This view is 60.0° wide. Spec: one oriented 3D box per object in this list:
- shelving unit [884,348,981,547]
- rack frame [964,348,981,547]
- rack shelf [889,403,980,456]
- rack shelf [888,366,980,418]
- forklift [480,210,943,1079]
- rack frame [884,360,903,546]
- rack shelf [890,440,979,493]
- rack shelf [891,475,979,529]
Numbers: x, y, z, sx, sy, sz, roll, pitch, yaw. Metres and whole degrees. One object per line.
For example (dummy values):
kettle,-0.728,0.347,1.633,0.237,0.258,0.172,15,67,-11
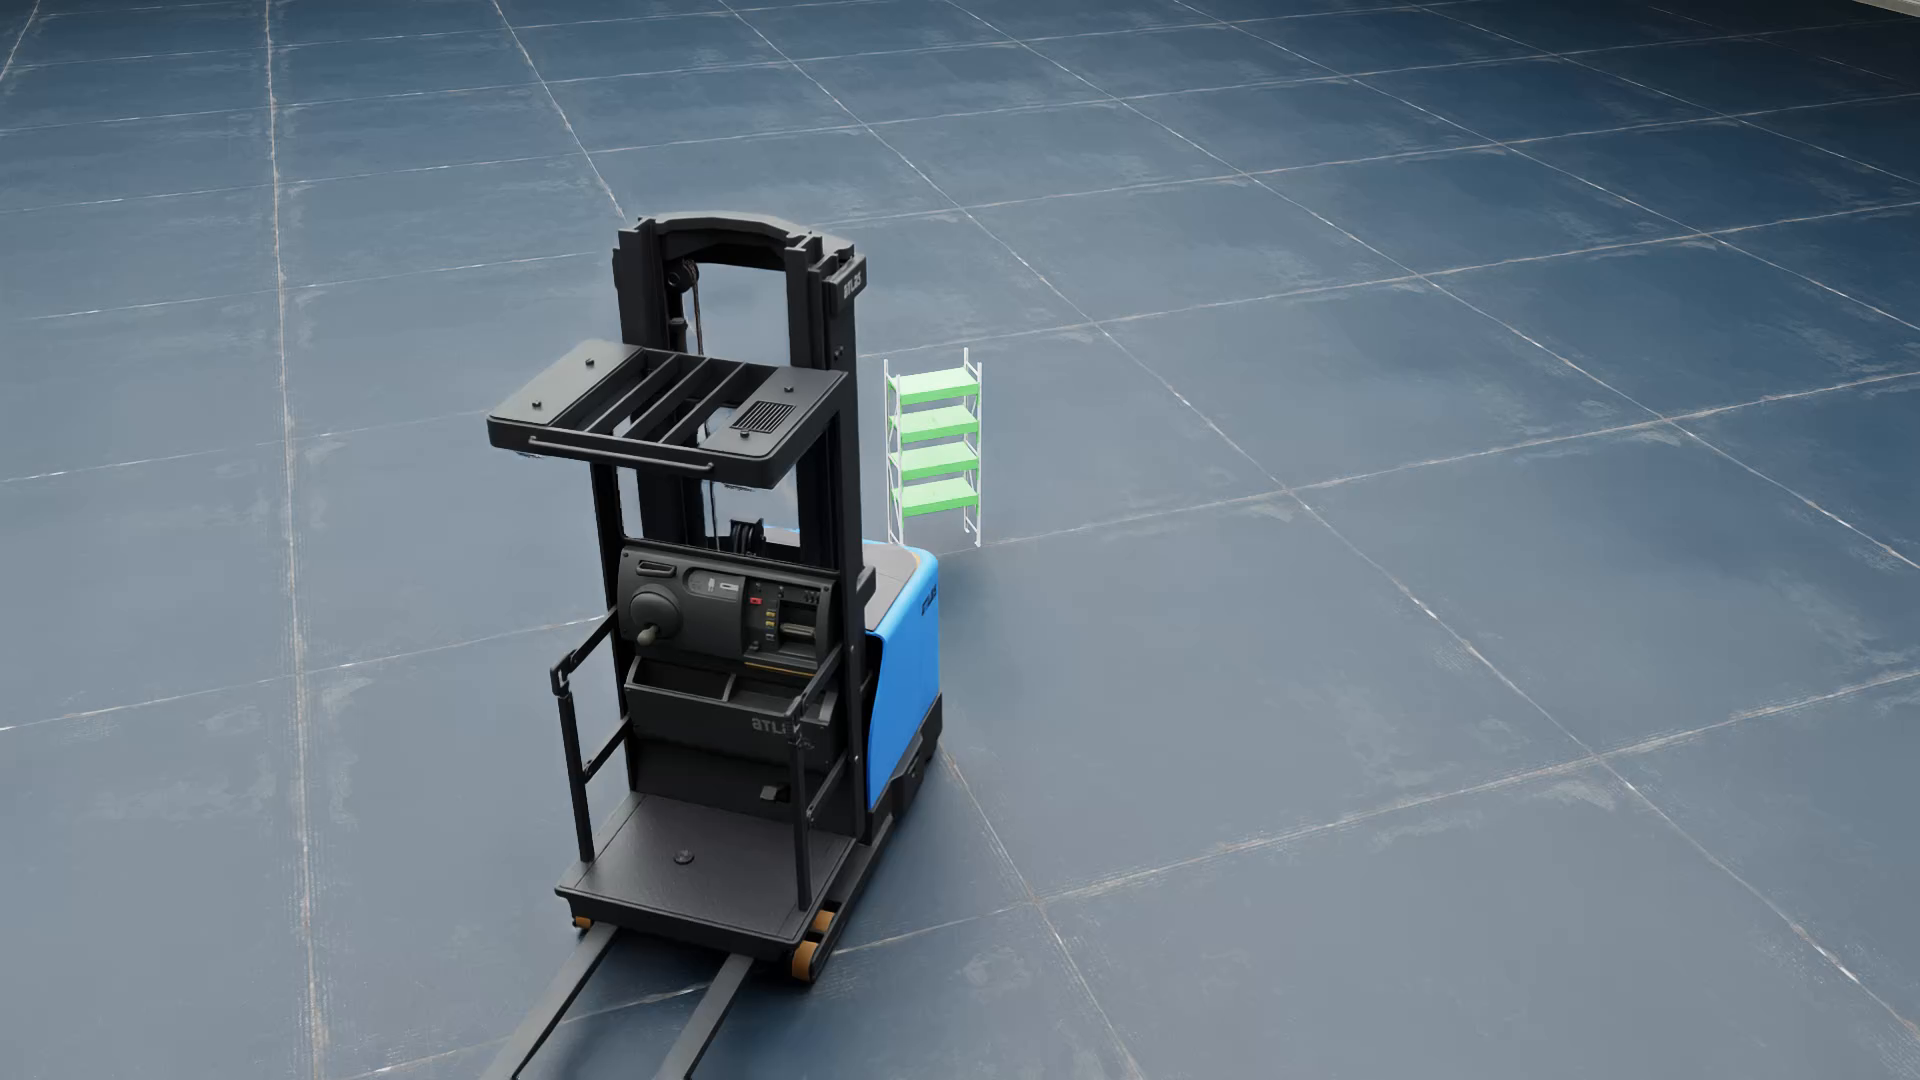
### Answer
shelving unit,-0.155,-0.493,9.753,0.503,1.200,0.258,-10,31,-18
rack frame,0.074,-0.535,9.827,0.015,1.200,0.240,-10,31,-18
rack shelf,-0.155,-0.646,9.666,0.480,0.148,0.258,-10,31,-18
rack shelf,-0.155,-0.854,9.547,0.480,0.148,0.258,-10,31,-18
forklift,-1.020,0.331,6.560,1.130,2.935,3.031,9,31,15
rack frame,-0.384,-0.451,9.679,0.015,1.200,0.240,-10,31,-18
rack shelf,-0.155,-0.437,9.785,0.480,0.148,0.258,-10,31,-18
rack shelf,-0.155,-0.229,9.904,0.480,0.148,0.258,-10,31,-18
